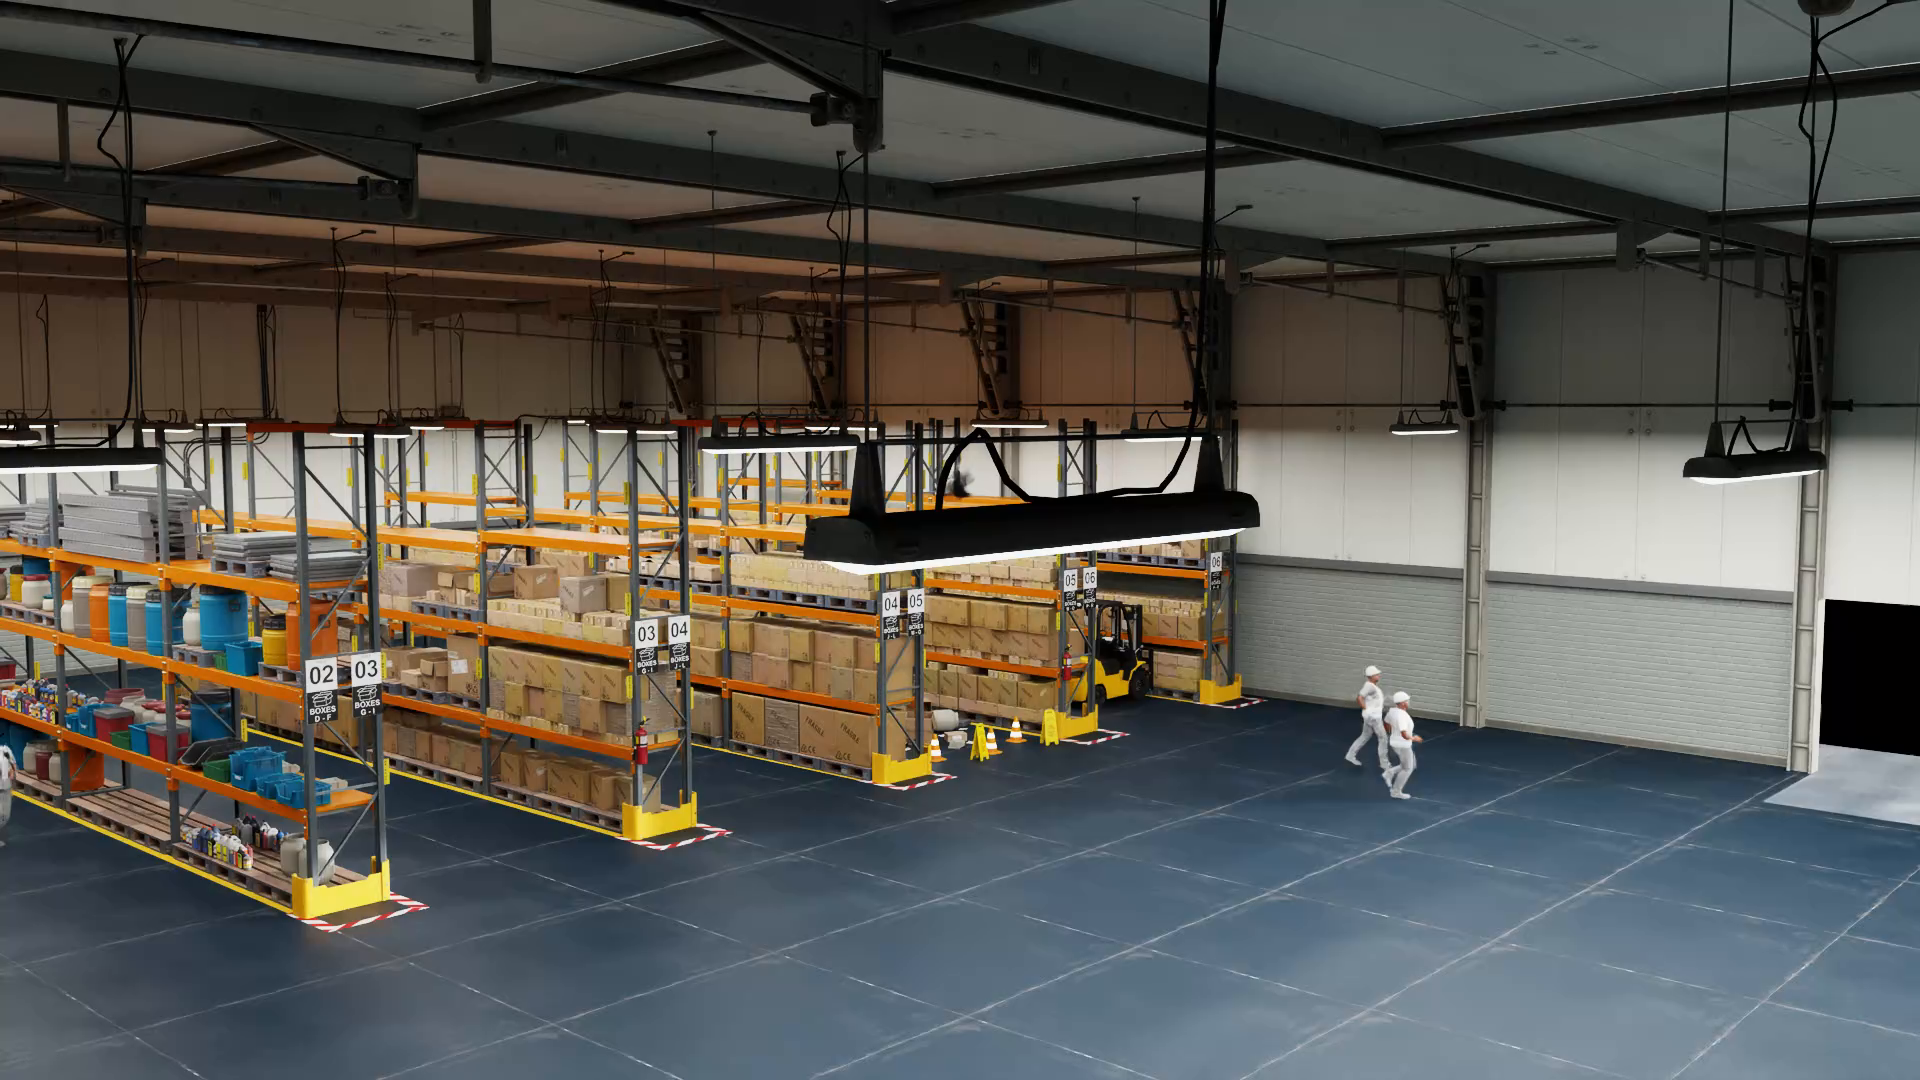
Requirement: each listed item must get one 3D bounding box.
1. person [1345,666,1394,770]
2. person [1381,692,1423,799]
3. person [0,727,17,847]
[{"bbox_3d":[7.105,3.079,28.678,0.883,1.821,0.674,1,5,8],"label":"person"},{"bbox_3d":[7.106,3.291,26.720,0.582,1.723,0.700,0,5,-1],"label":"person"},{"bbox_3d":[-13.696,3.522,23.648,0.602,1.740,0.651,3,5,31],"label":"person"}]
